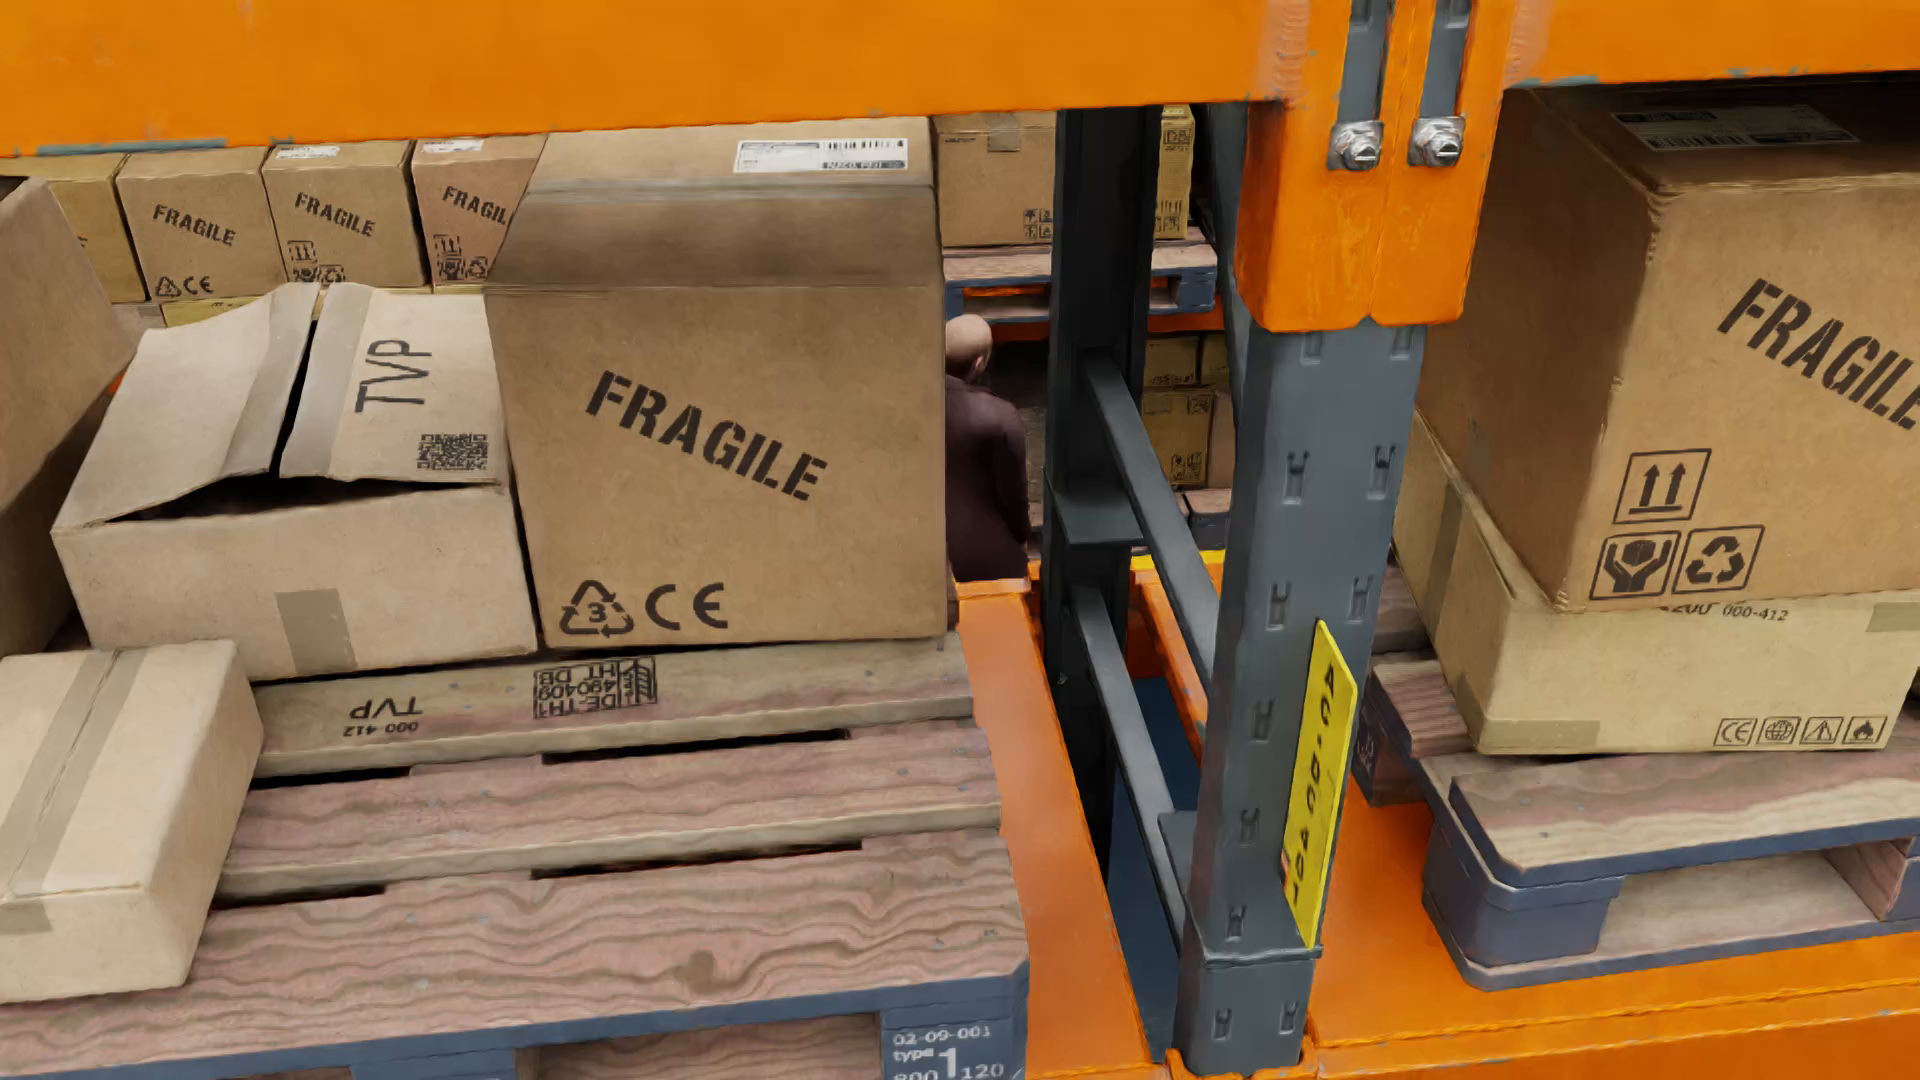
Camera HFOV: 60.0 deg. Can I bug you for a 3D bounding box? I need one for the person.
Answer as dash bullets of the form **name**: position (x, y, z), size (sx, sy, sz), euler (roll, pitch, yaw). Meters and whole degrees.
- **person**: position (-0.059, -0.035, 6.221), size (0.643, 1.784, 0.672), euler (12, 36, 17)
